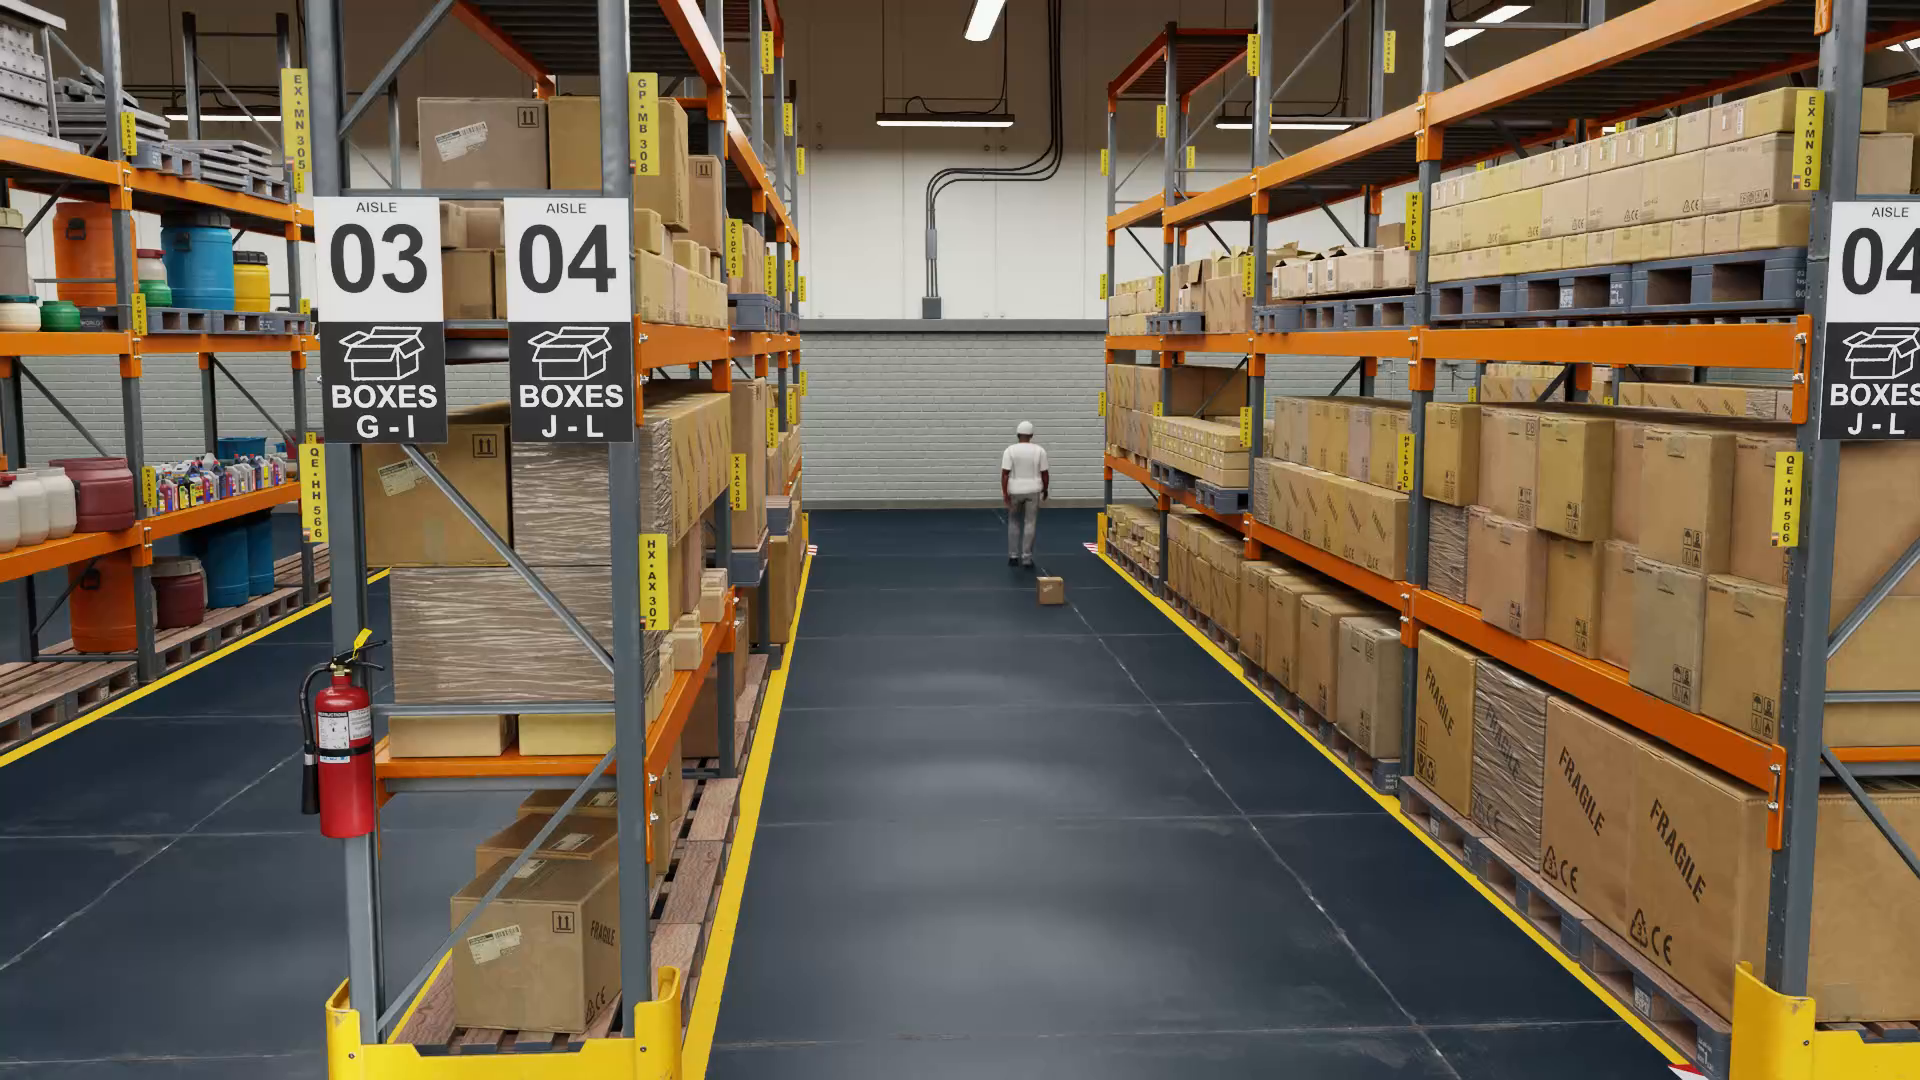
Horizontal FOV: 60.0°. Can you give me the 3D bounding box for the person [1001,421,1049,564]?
[{"bbox_3d":[0.802,-0.580,20.463,0.583,1.767,0.849,0,7,2],"label":"person"}]
